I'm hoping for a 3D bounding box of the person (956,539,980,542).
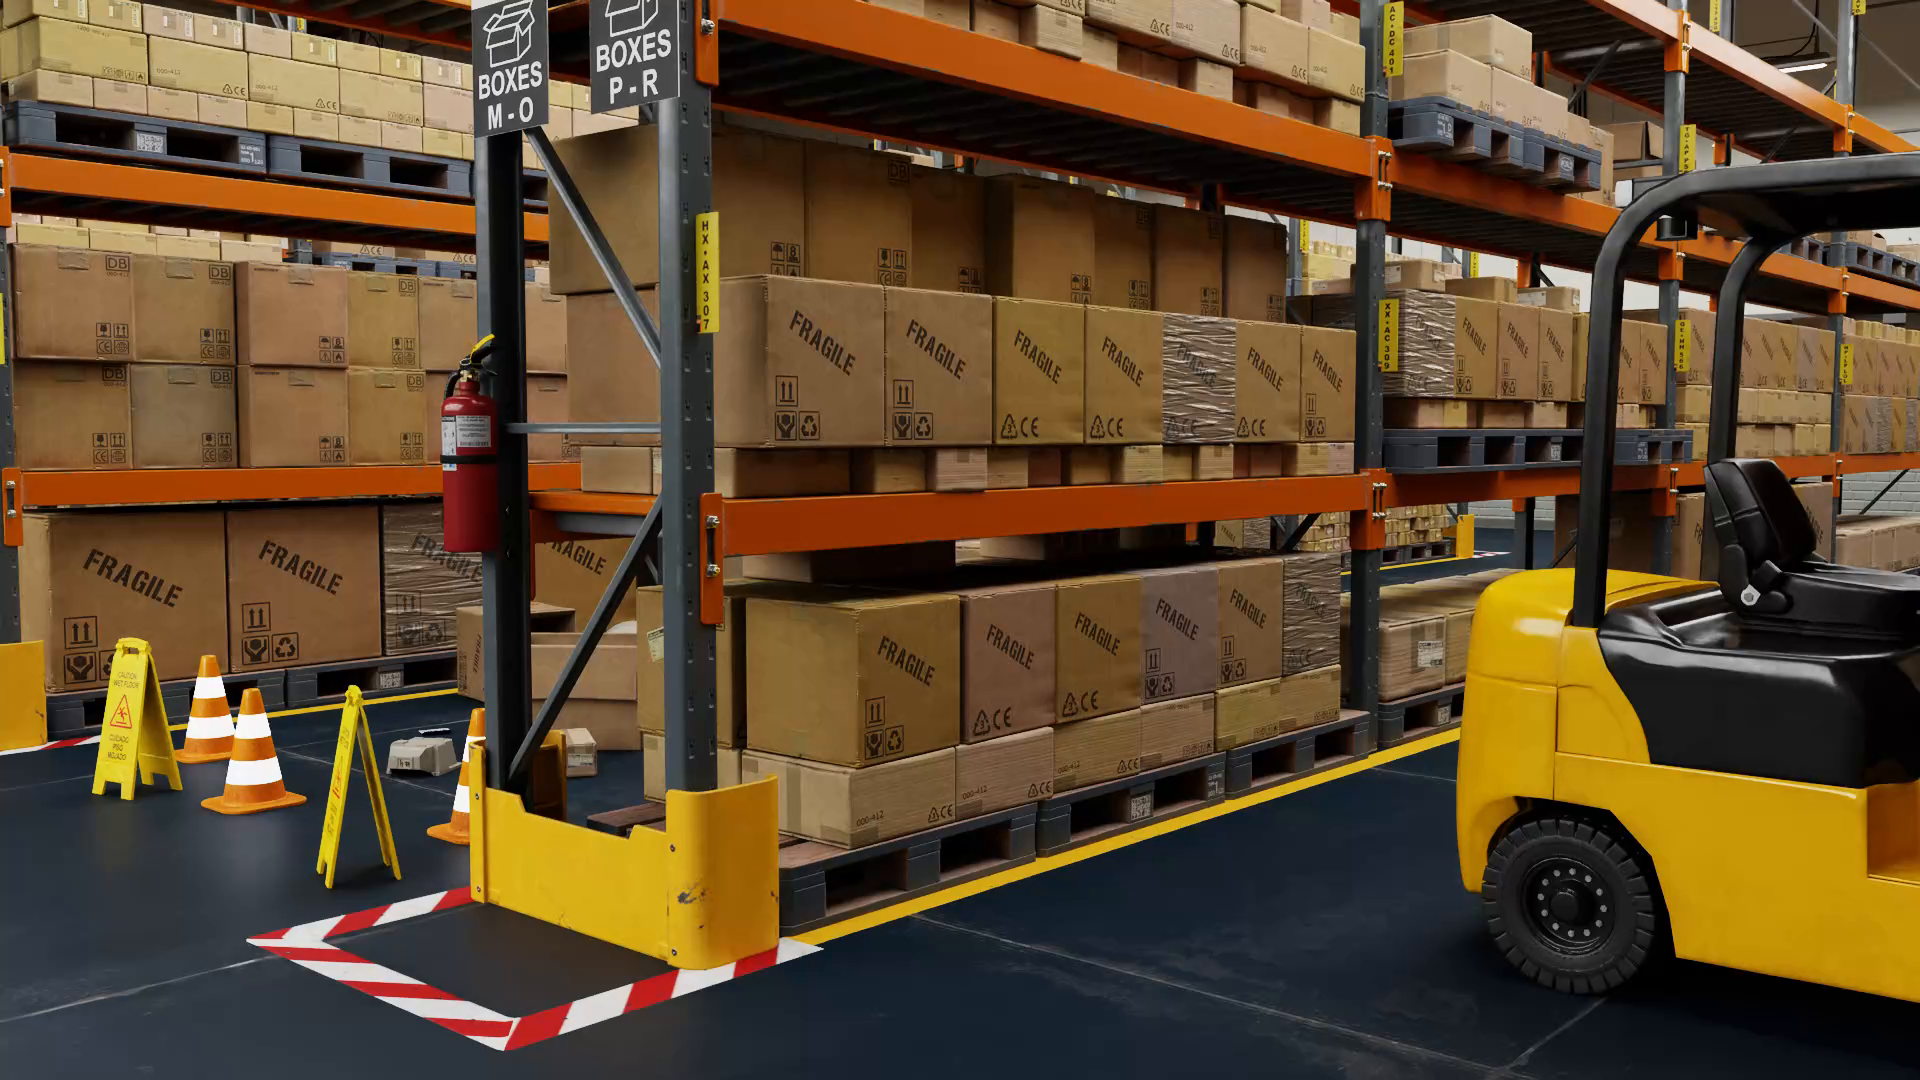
[{"bbox_3d":[0.080,-0.069,11.632,0.519,1.598,0.474,3,5,40],"label":"person"}]
